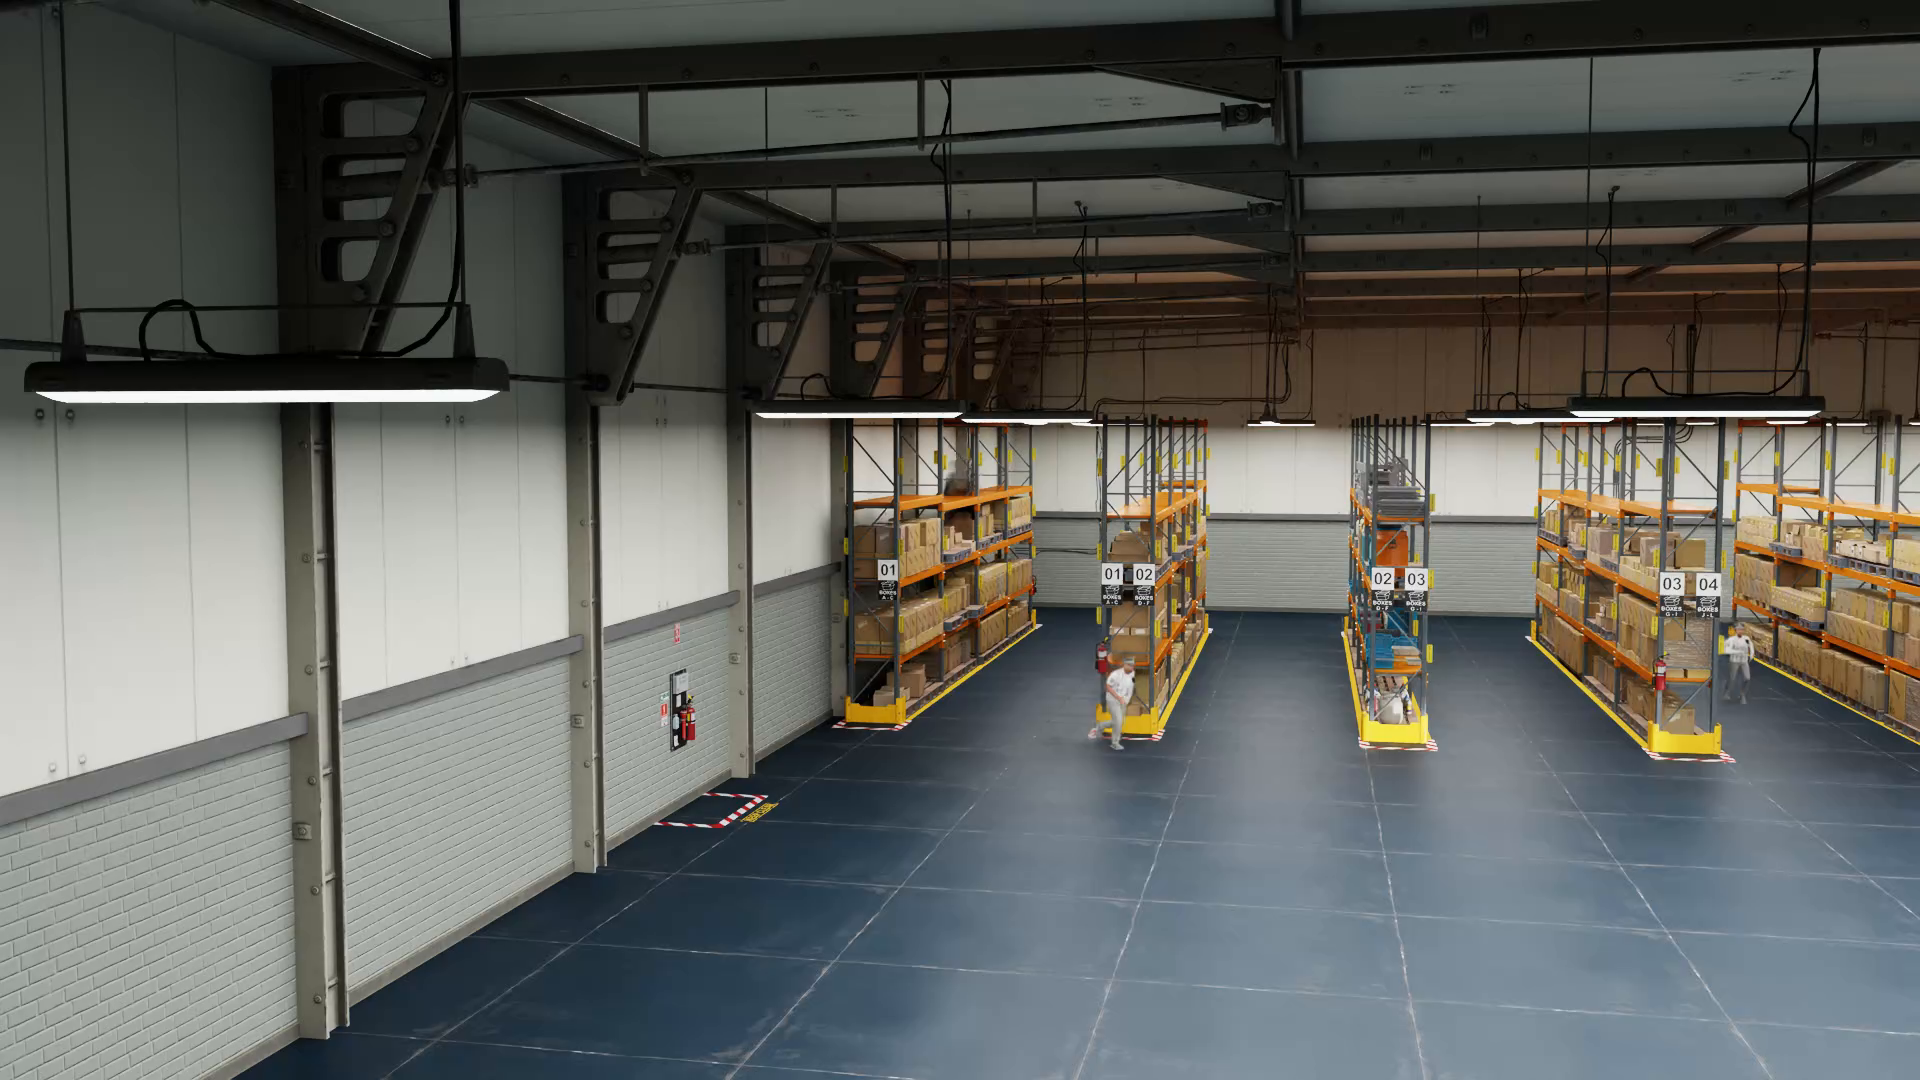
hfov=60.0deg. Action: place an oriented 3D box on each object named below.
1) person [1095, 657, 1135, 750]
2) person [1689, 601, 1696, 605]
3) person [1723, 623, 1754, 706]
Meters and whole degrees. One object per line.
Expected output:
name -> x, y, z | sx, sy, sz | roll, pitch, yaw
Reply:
person -> 2.814, 2.912, 29.973 | 0.659, 1.688, 0.852 | -3, 5, -39
person -> 18.826, 1.958, 42.756 | 0.705, 1.776, 1.057 | 1, 4, 18
person -> 16.234, 2.573, 34.653 | 0.622, 1.729, 0.866 | 1, 4, 8
